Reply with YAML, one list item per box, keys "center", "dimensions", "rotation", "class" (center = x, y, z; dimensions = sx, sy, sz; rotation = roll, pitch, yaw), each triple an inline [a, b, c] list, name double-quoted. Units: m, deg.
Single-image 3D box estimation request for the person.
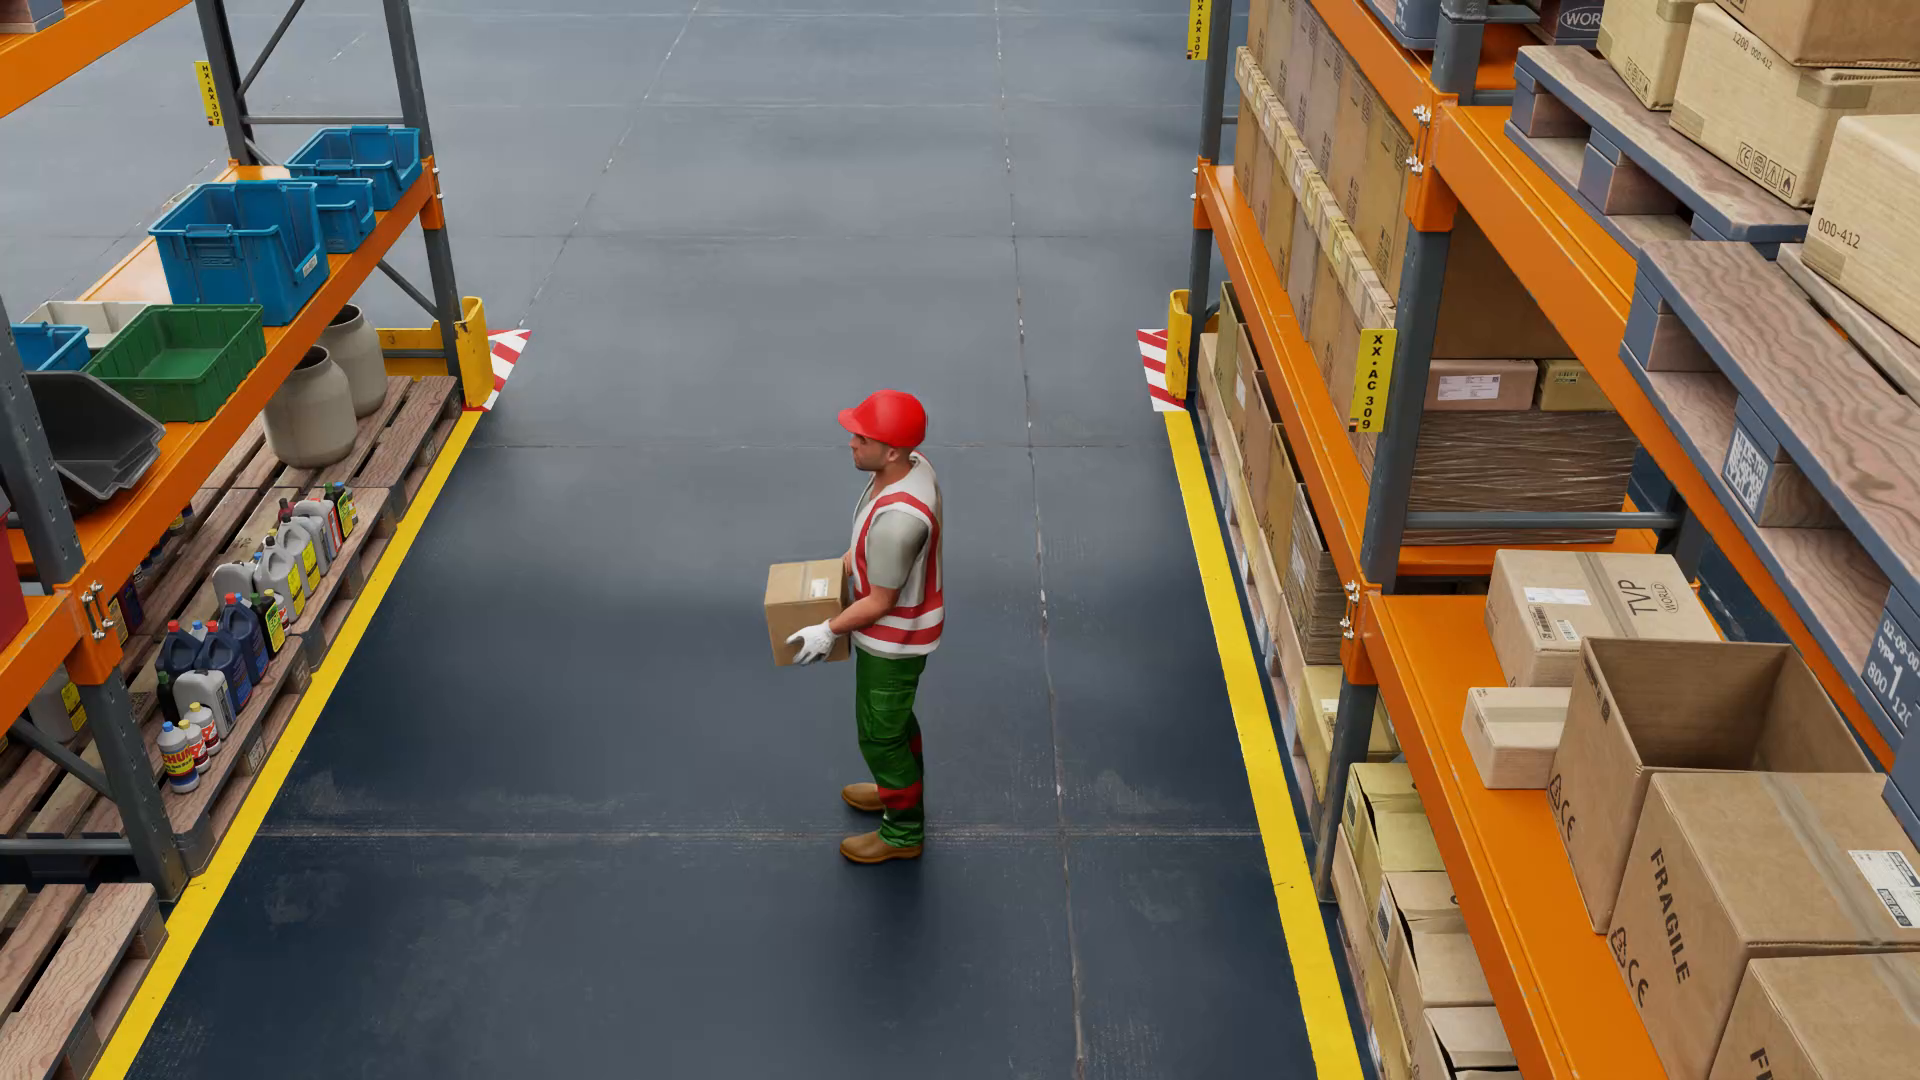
- center: [-0.312, 0.304, 5.605]
  dimensions: [0.519, 1.794, 0.526]
  rotation: [0, 31, -1]
  class: "person"
